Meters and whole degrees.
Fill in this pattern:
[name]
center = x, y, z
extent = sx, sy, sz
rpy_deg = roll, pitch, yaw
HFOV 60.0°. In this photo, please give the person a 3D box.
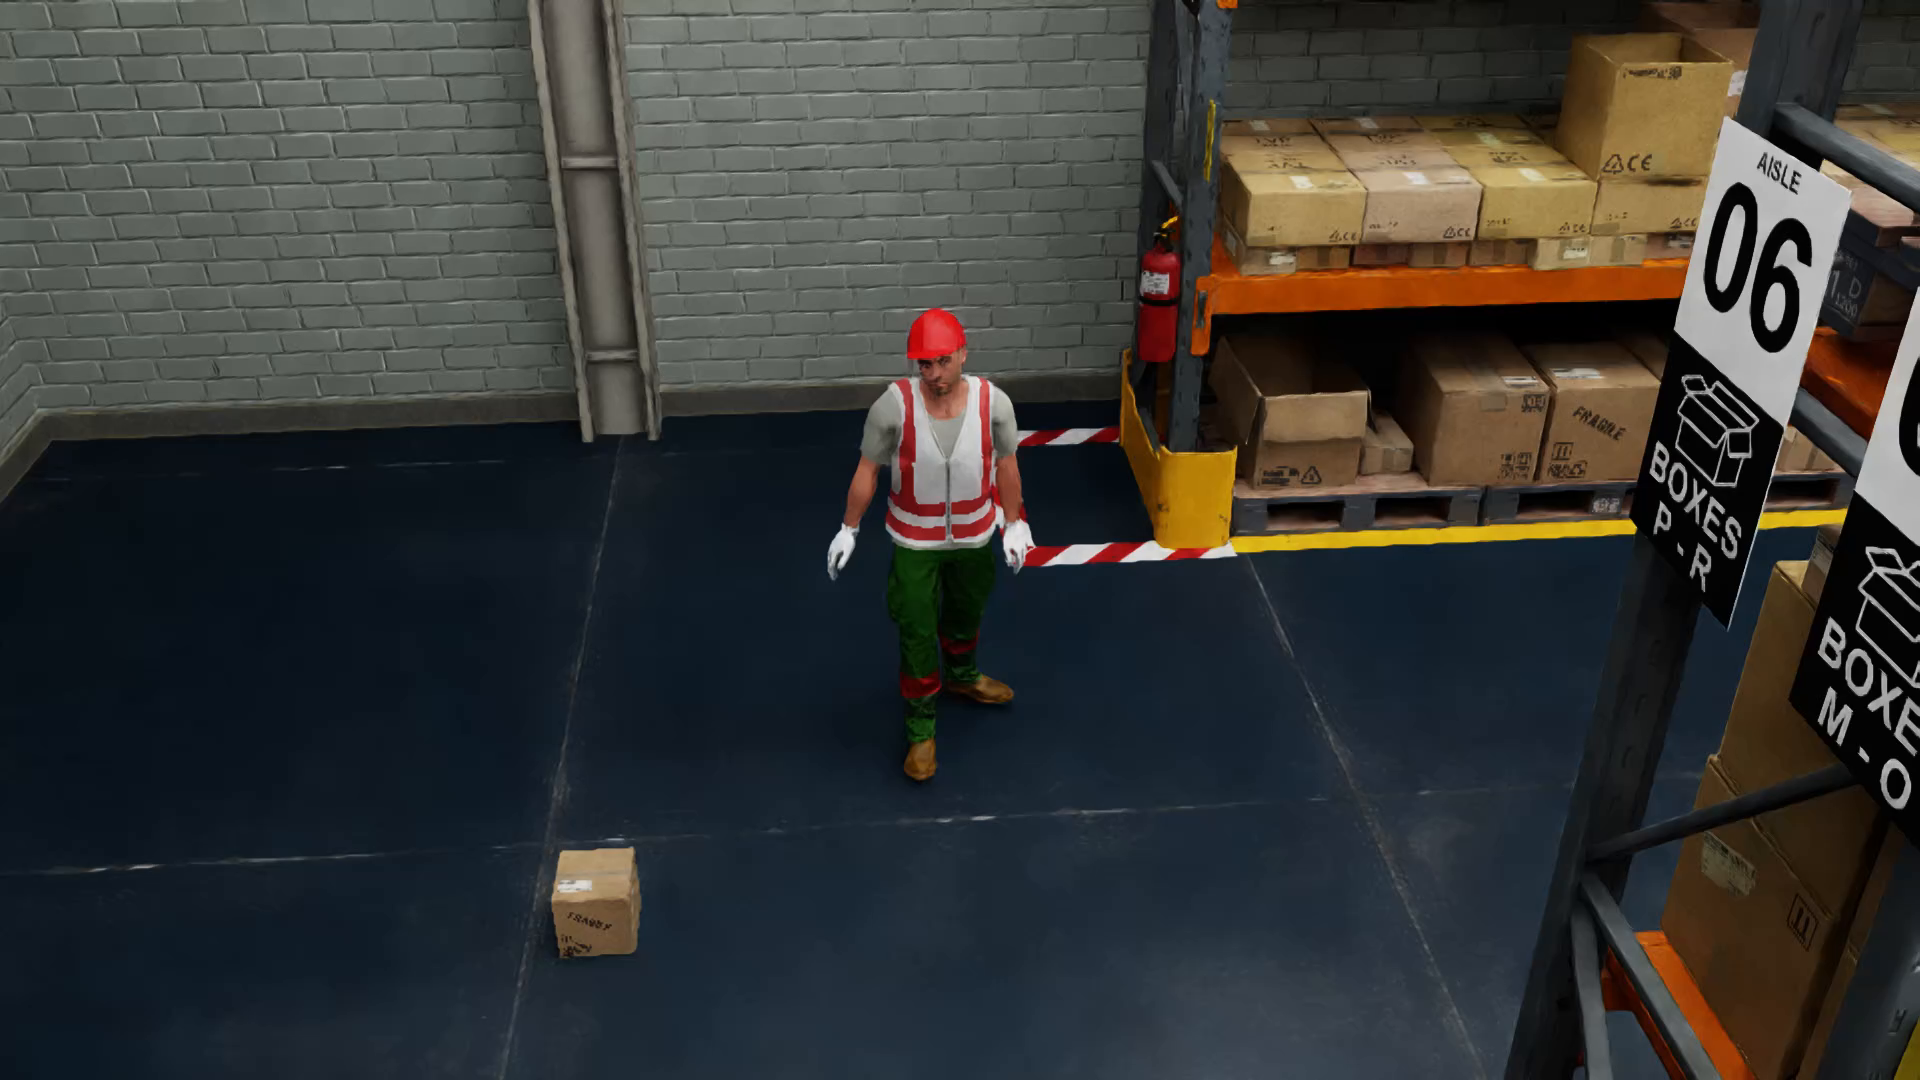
[person]
center = -0.113, 0.005, 6.094
extent = 0.754, 1.791, 0.629
rpy_deg = -7, 32, -12
